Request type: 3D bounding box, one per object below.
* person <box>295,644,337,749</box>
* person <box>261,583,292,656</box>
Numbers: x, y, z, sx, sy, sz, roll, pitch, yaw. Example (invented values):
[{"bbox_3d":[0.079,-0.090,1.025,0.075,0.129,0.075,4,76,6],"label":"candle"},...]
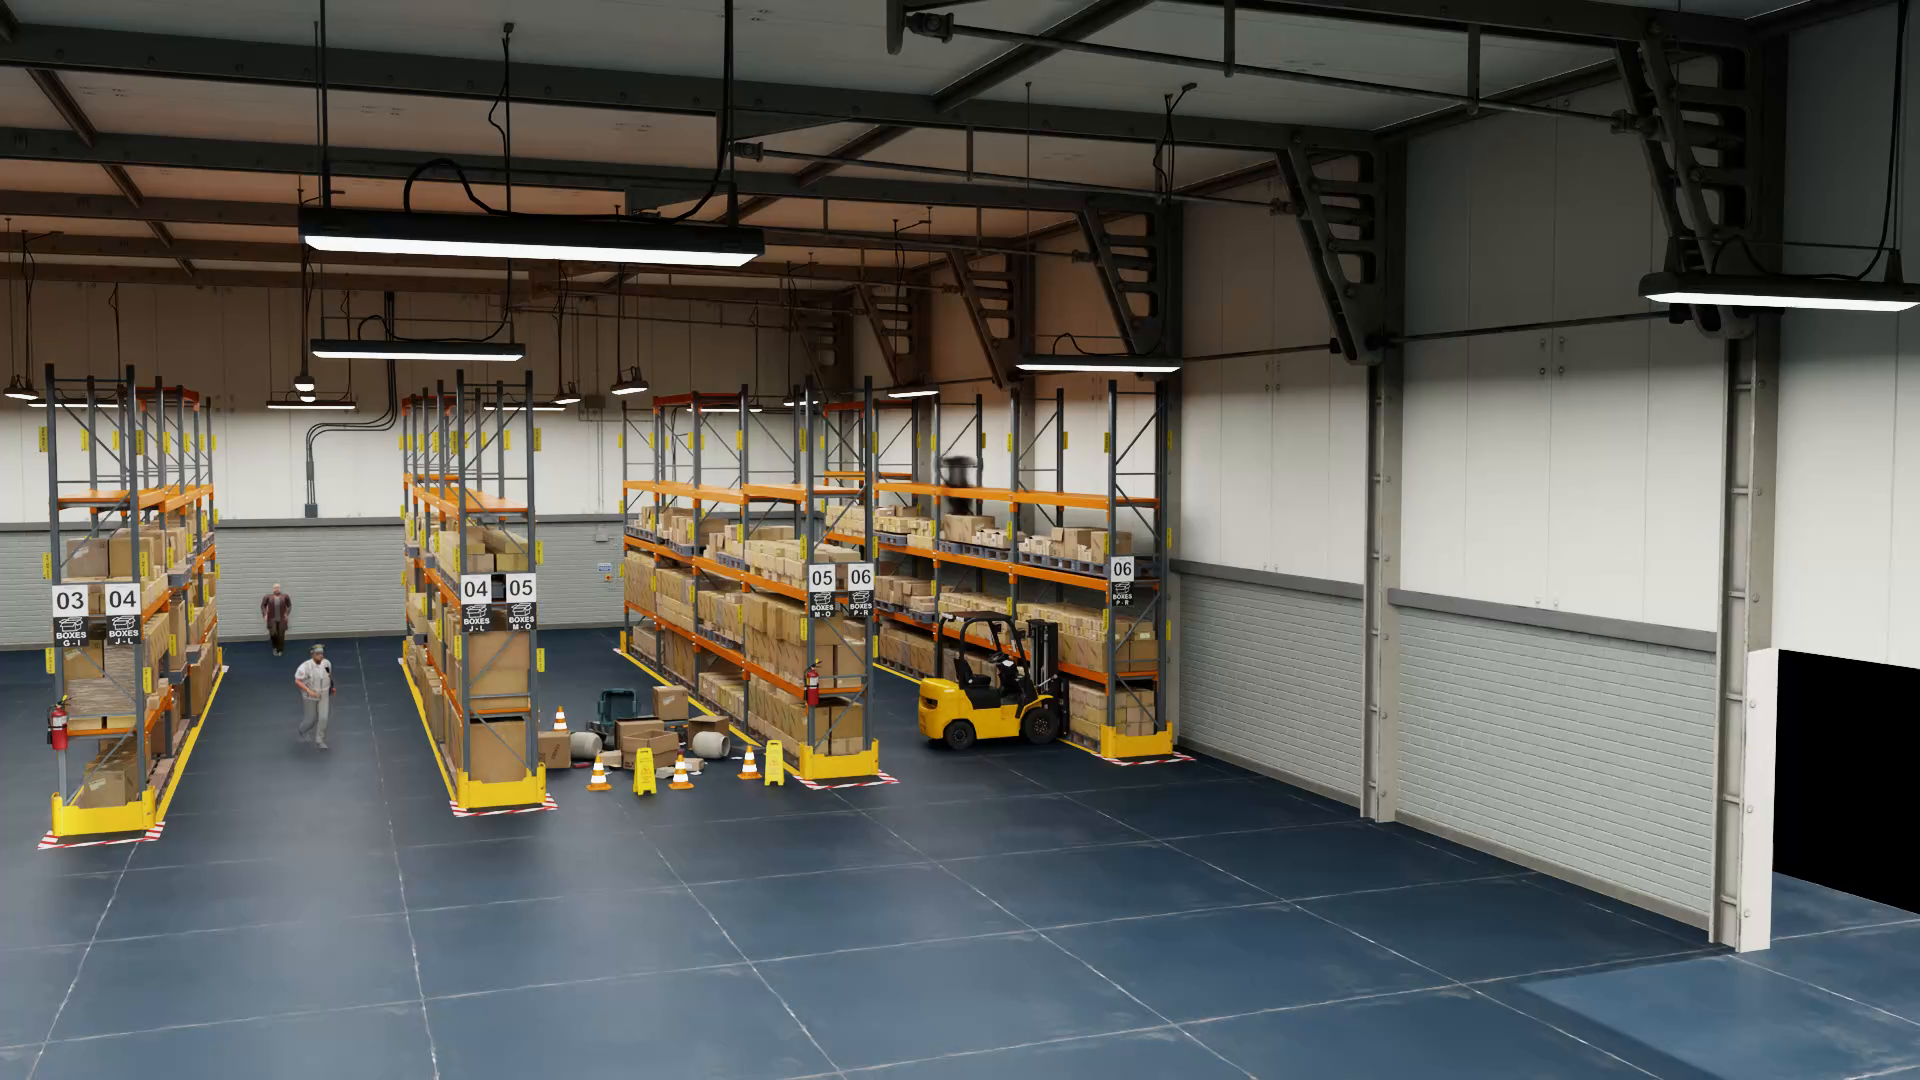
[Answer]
[{"bbox_3d":[-10.622,2.552,27.298,0.663,1.732,0.790,-3,5,-43],"label":"person"},{"bbox_3d":[-15.952,1.869,38.812,0.672,1.727,0.723,-1,4,-22],"label":"person"}]
